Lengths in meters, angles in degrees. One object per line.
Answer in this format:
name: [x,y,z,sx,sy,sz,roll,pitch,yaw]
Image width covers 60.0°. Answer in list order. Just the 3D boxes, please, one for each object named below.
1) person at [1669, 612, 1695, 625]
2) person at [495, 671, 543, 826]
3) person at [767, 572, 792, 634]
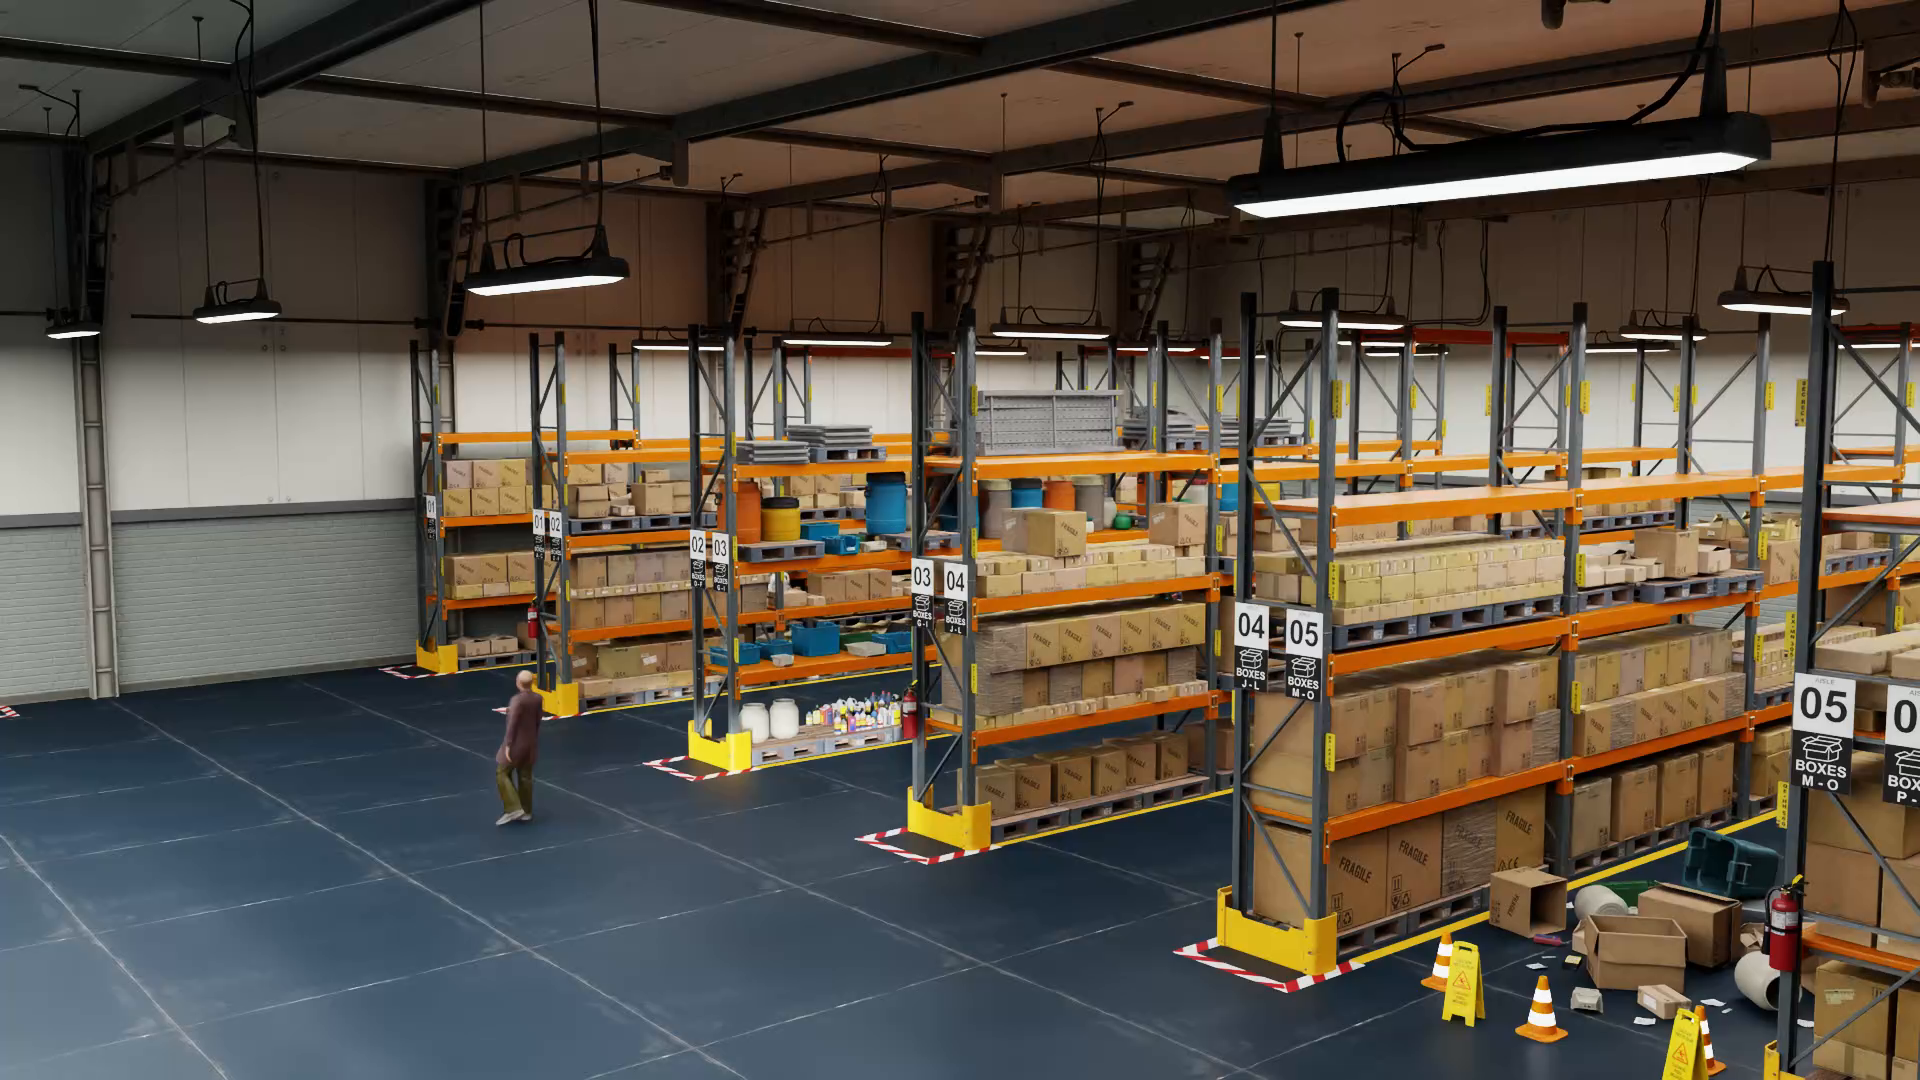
person: [13.410,1.430,31.037,0.600,1.738,0.384,4,7,39]
person: [-5.253,2.451,19.750,0.414,1.804,0.644,2,6,24]
person: [-3.625,1.224,33.417,0.456,1.696,0.509,5,7,43]
